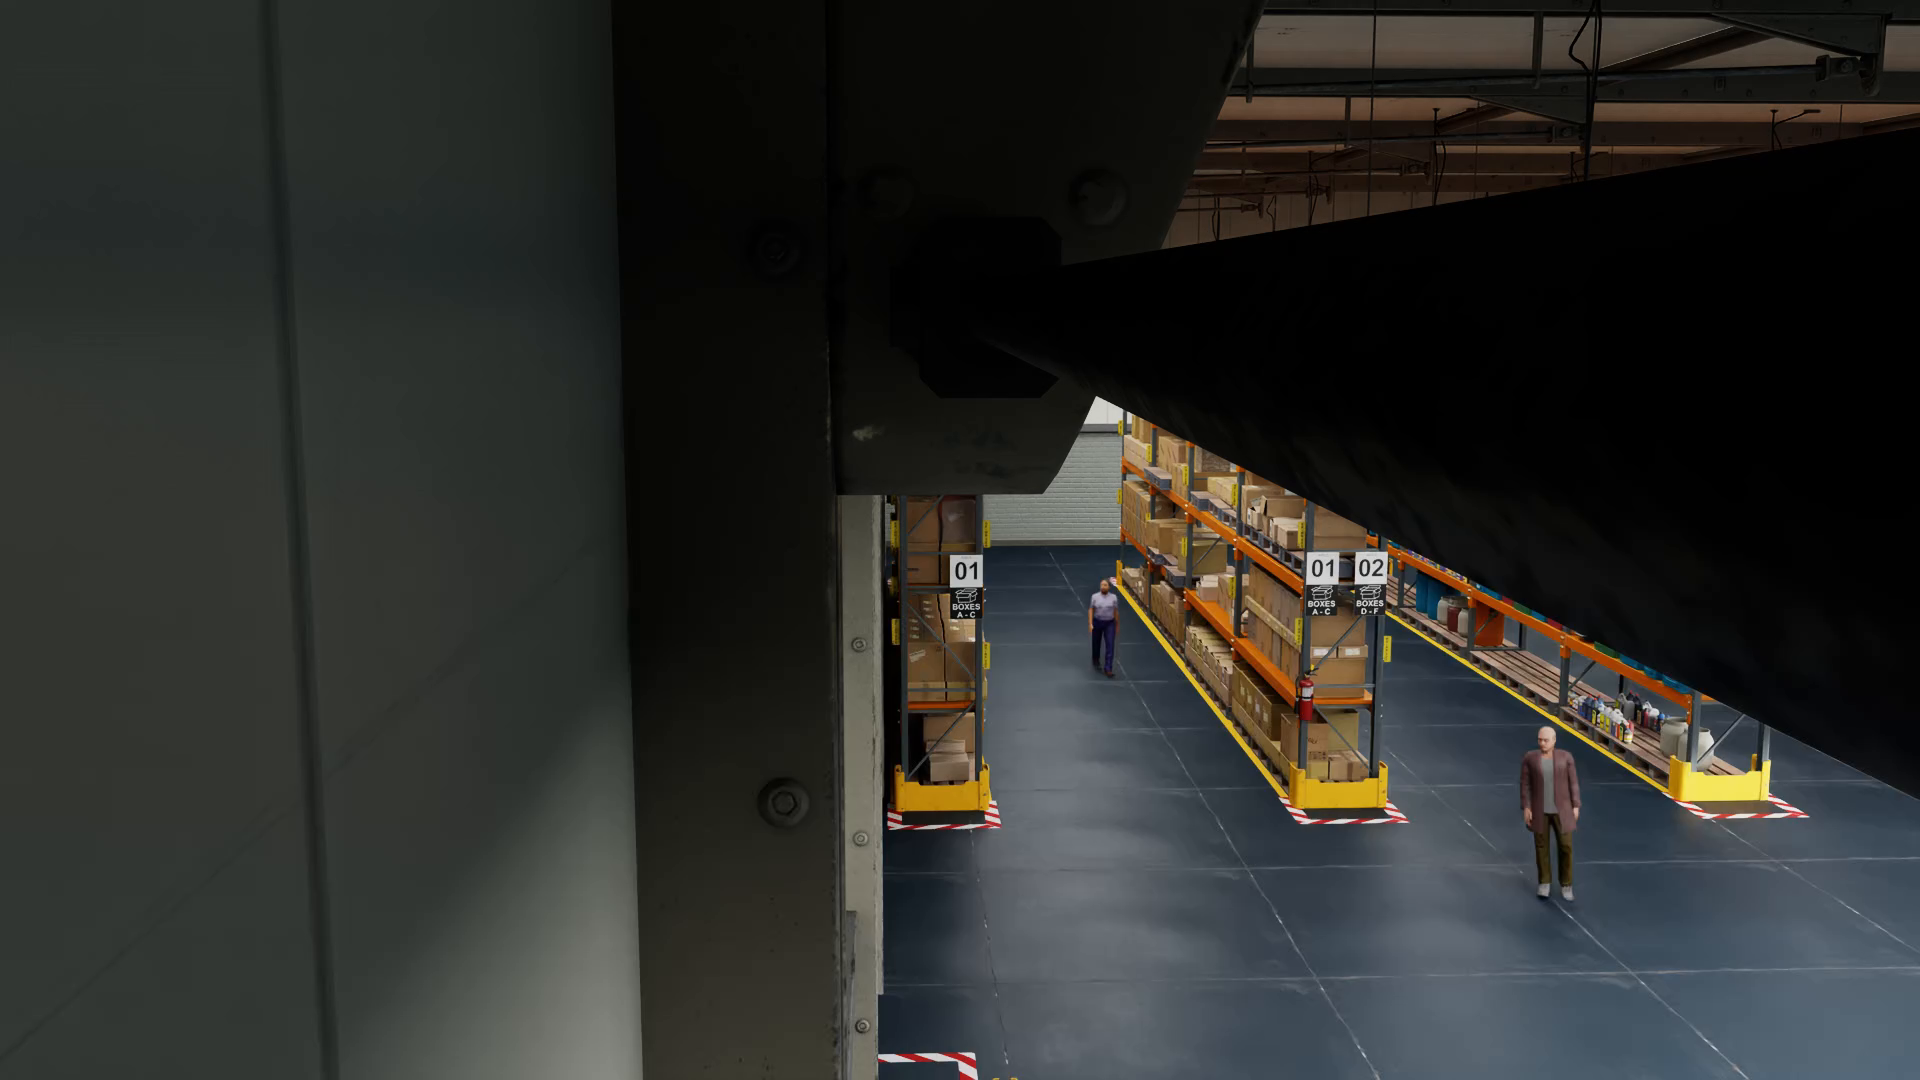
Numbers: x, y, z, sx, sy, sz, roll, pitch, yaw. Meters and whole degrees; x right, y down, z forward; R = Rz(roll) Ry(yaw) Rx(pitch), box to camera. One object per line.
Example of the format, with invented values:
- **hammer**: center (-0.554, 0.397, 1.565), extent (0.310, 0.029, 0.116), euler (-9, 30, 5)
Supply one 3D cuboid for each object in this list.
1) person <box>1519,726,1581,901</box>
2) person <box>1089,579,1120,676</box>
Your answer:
- **person**: center (6.228, 2.884, 17.585), extent (0.638, 1.823, 0.408), euler (3, 9, 19)
- **person**: center (2.418, 1.440, 27.889), extent (0.529, 1.602, 0.929), euler (0, 8, 2)
